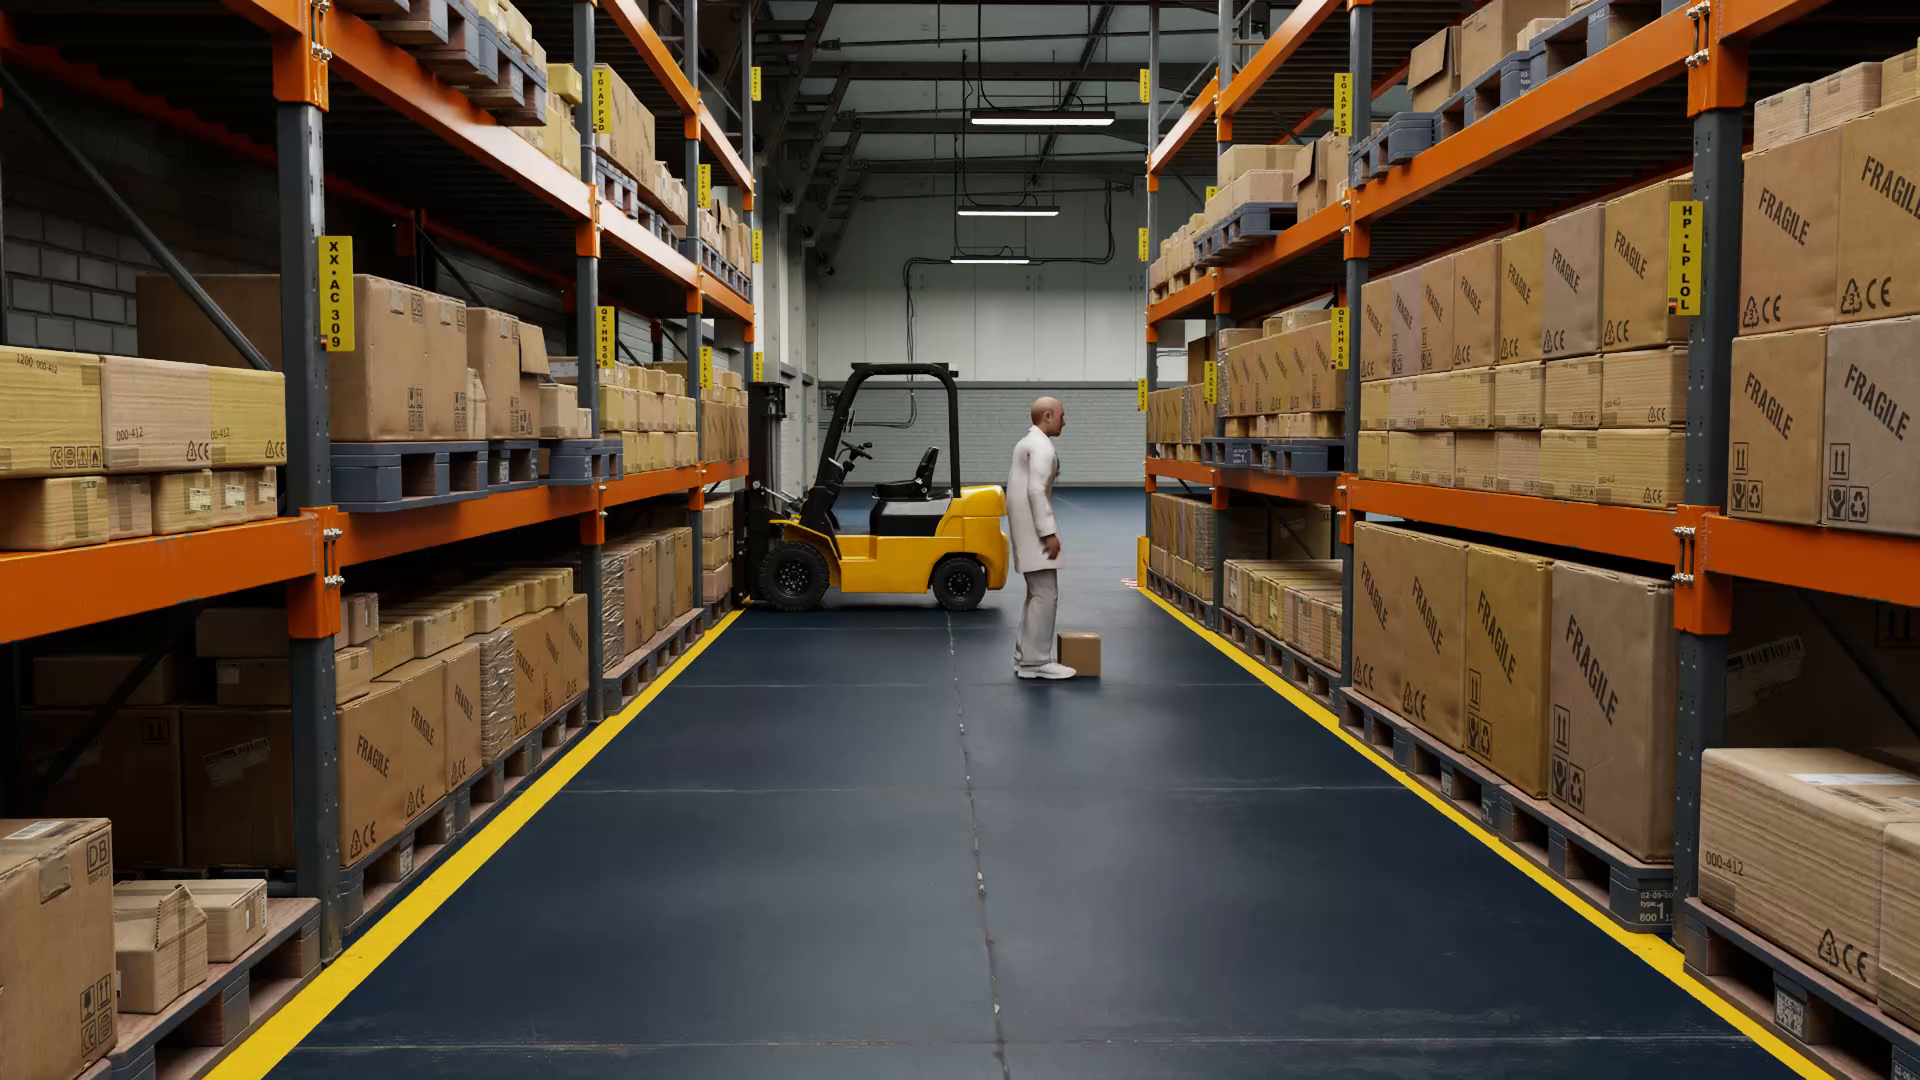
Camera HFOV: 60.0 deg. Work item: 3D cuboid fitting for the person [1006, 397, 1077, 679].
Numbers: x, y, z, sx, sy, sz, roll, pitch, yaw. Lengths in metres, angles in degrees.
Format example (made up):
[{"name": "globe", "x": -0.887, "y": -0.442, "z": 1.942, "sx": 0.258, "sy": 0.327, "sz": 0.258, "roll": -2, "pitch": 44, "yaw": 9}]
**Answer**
[{"name": "person", "x": 0.512, "y": -0.027, "z": 10.621, "sx": 0.422, "sy": 1.773, "sz": 0.652, "roll": 0, "pitch": 4, "yaw": -5}]
